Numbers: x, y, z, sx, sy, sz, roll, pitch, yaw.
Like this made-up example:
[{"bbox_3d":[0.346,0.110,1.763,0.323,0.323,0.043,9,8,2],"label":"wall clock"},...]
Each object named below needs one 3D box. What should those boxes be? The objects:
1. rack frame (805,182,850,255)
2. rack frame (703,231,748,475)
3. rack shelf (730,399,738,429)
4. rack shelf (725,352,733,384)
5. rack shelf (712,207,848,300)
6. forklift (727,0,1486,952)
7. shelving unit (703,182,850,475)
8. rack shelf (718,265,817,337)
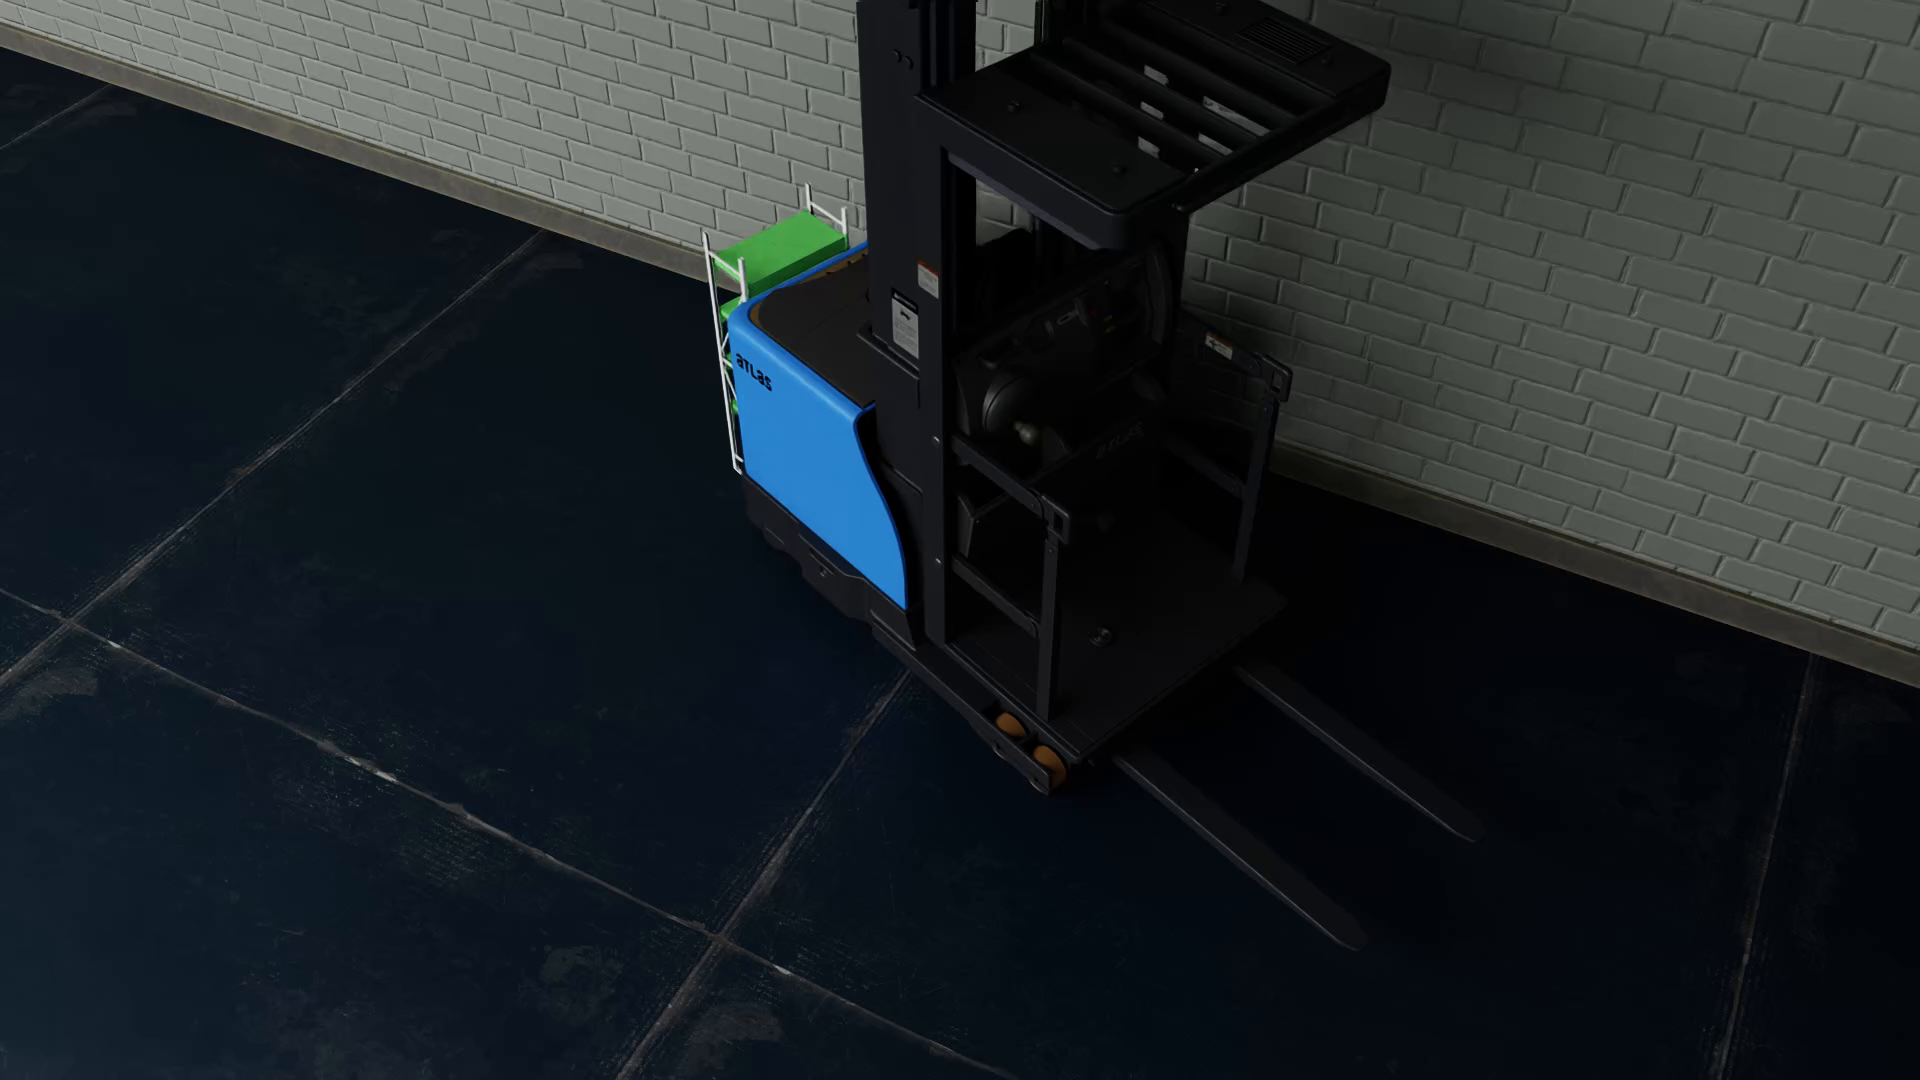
[{"bbox_3d":[-0.512,-0.898,6.794,0.015,1.200,0.240,-33,54,-28],"label":"rack frame"},{"bbox_3d":[-0.874,-0.665,6.563,0.015,1.200,0.240,-33,54,-28],"label":"rack frame"},{"bbox_3d":[-0.693,-0.568,6.895,0.480,0.148,0.258,-33,54,-28],"label":"rack shelf"},{"bbox_3d":[-0.693,-0.736,6.724,0.480,0.148,0.258,-33,54,-28],"label":"rack shelf"},{"bbox_3d":[-0.693,-1.074,6.383,0.480,0.148,0.258,-33,54,-28],"label":"rack shelf"},{"bbox_3d":[0.484,-0.555,5.238,1.130,2.935,3.031,-32,54,-28],"label":"forklift"},{"bbox_3d":[-0.693,-0.781,6.679,0.503,1.200,0.258,-33,54,-28],"label":"shelving unit"},{"bbox_3d":[-0.693,-0.905,6.553,0.480,0.148,0.258,-33,54,-28],"label":"rack shelf"}]
